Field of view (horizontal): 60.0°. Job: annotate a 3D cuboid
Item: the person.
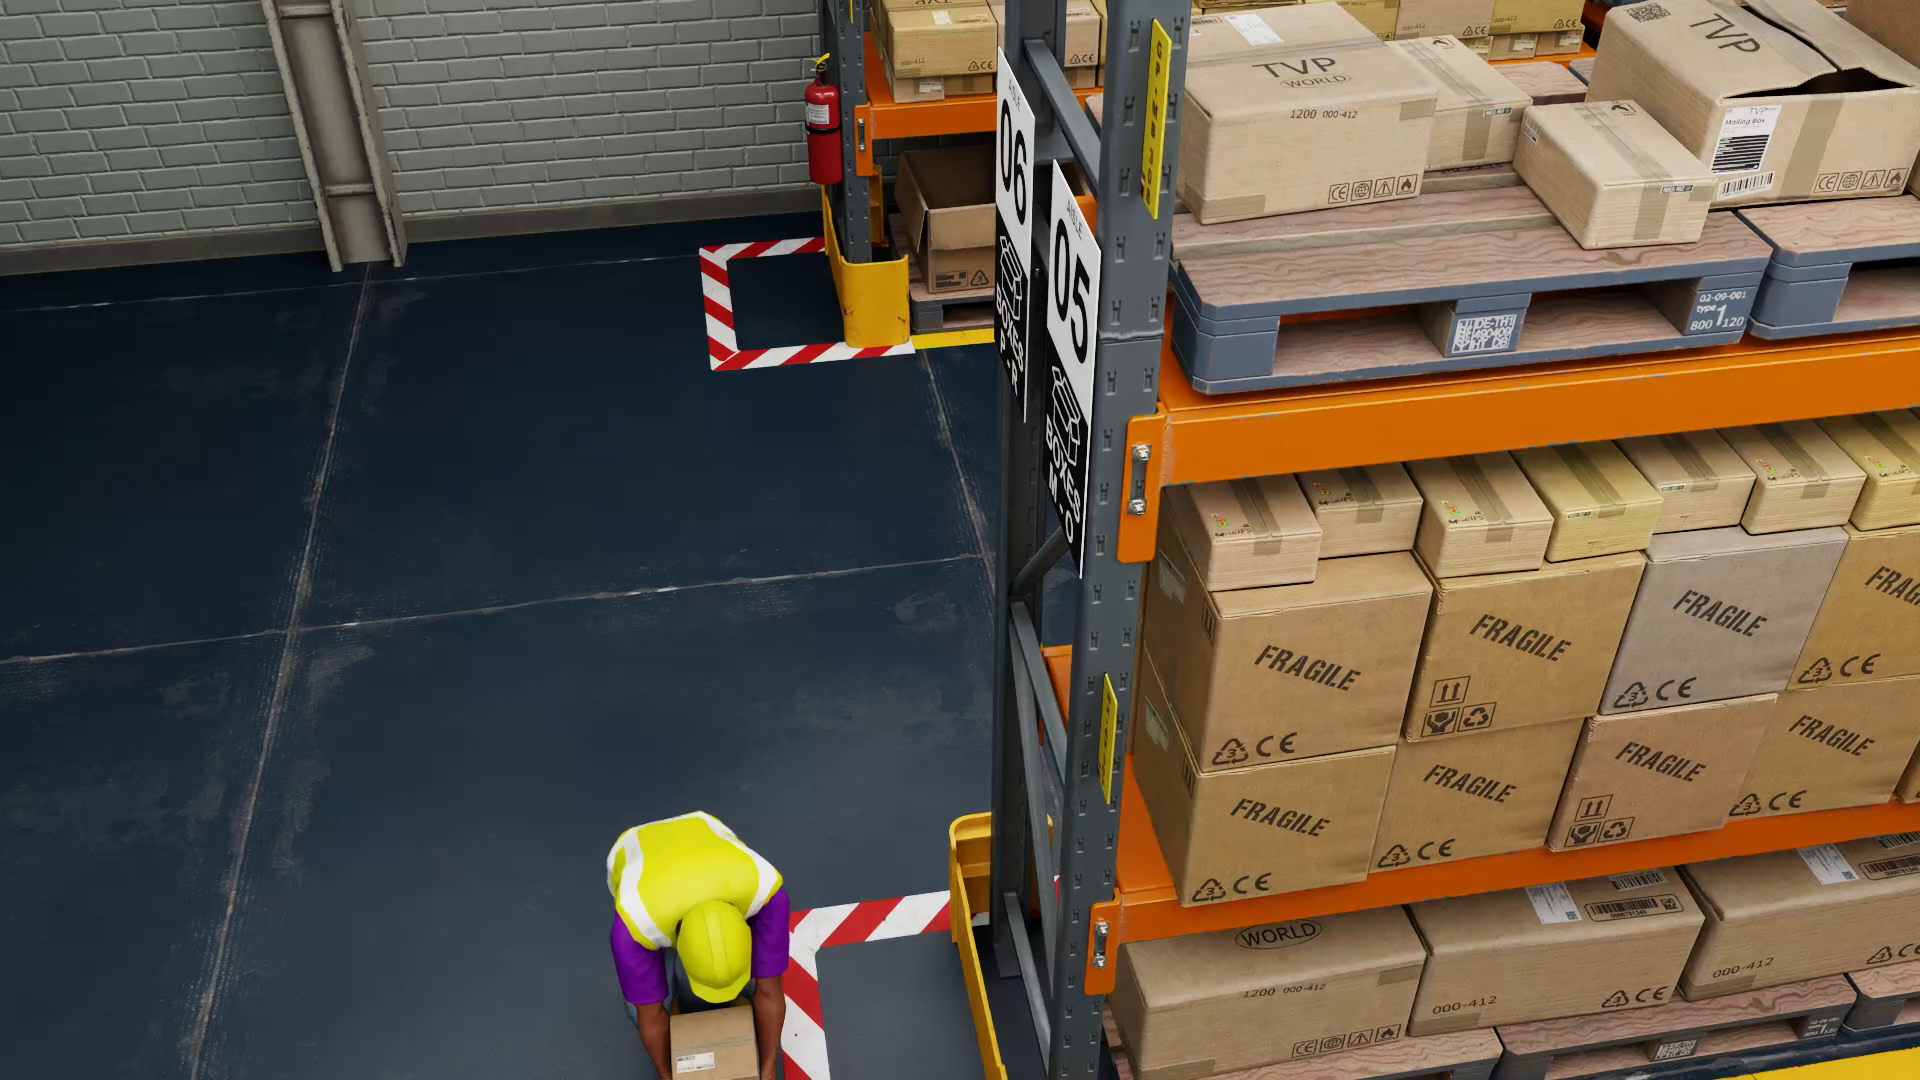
[{"bbox_3d":[-0.803,1.264,5.145,0.523,1.017,0.960,-11,40,-14],"label":"person"}]
